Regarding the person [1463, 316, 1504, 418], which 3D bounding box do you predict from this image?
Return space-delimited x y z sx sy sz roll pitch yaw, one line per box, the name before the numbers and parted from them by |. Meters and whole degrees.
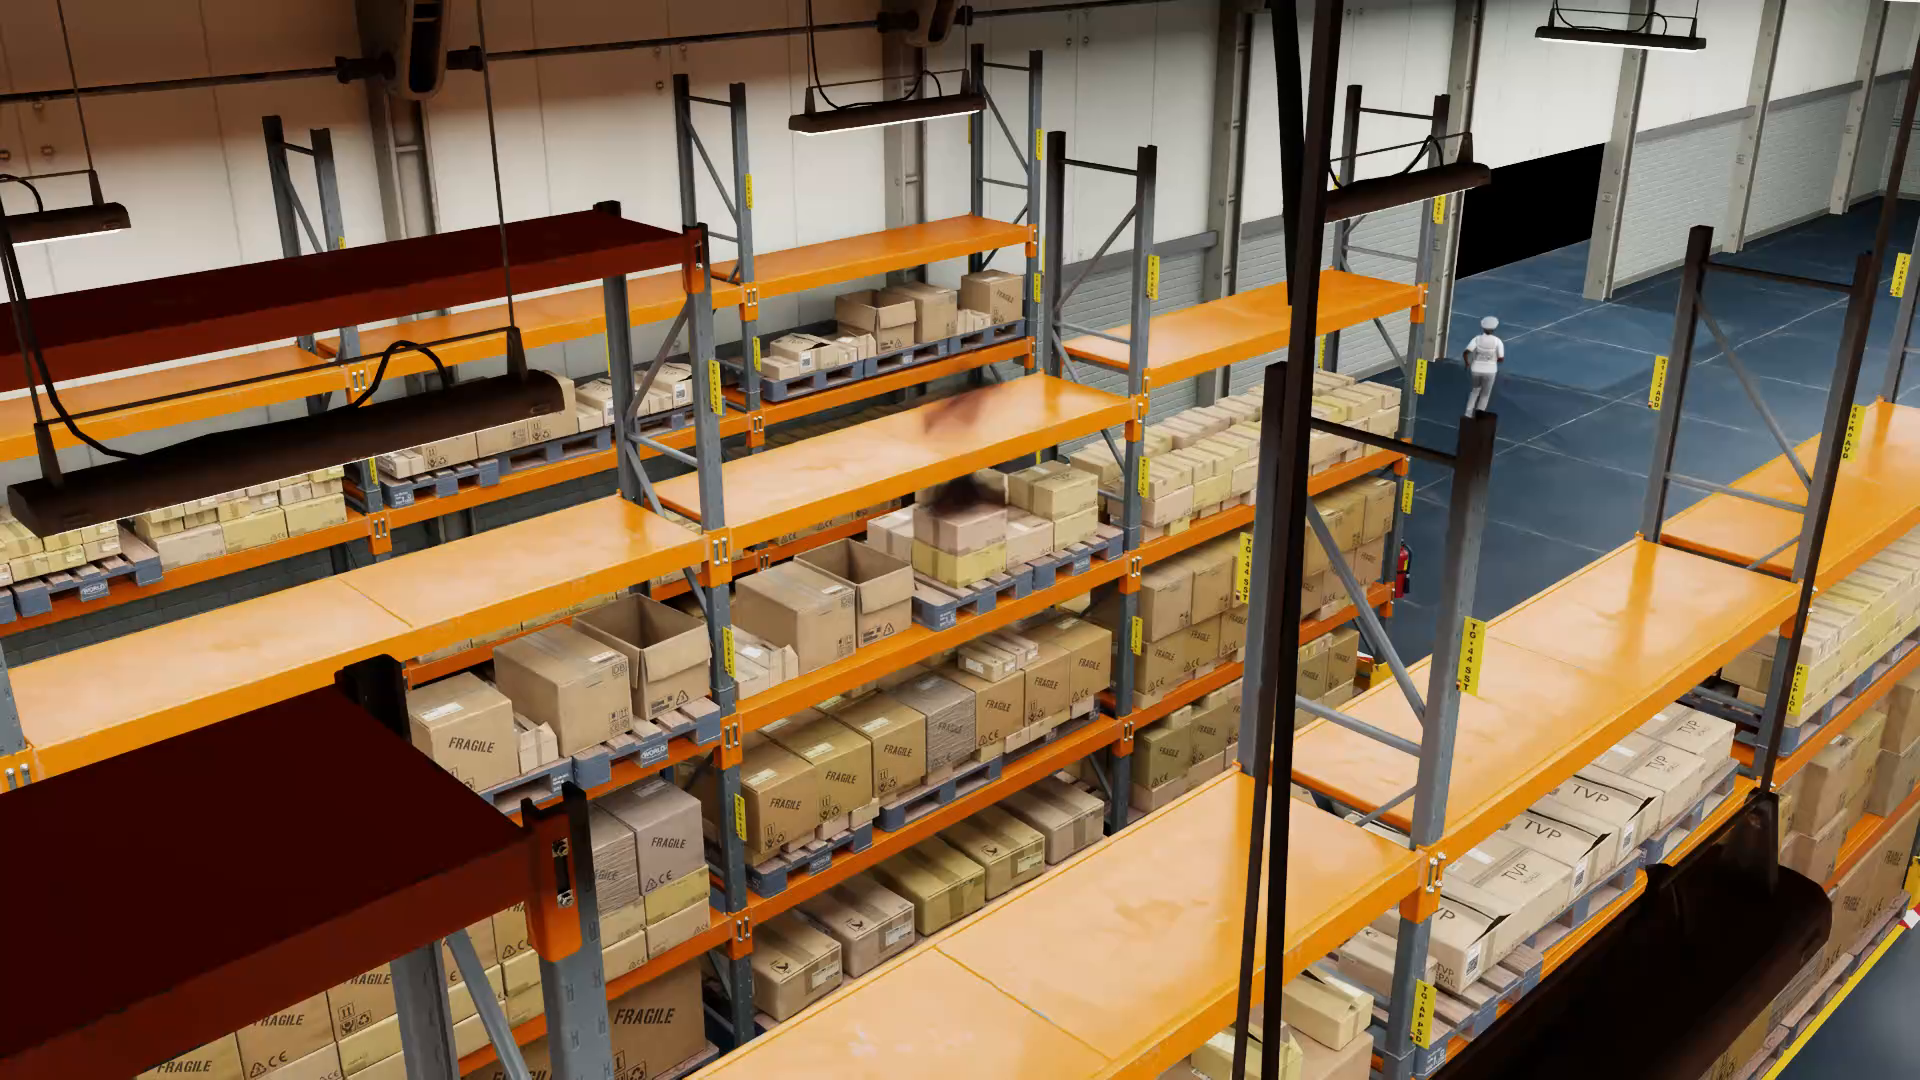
person | 7.789 -2.526 24.773 0.556 1.662 0.603 11 25 25
